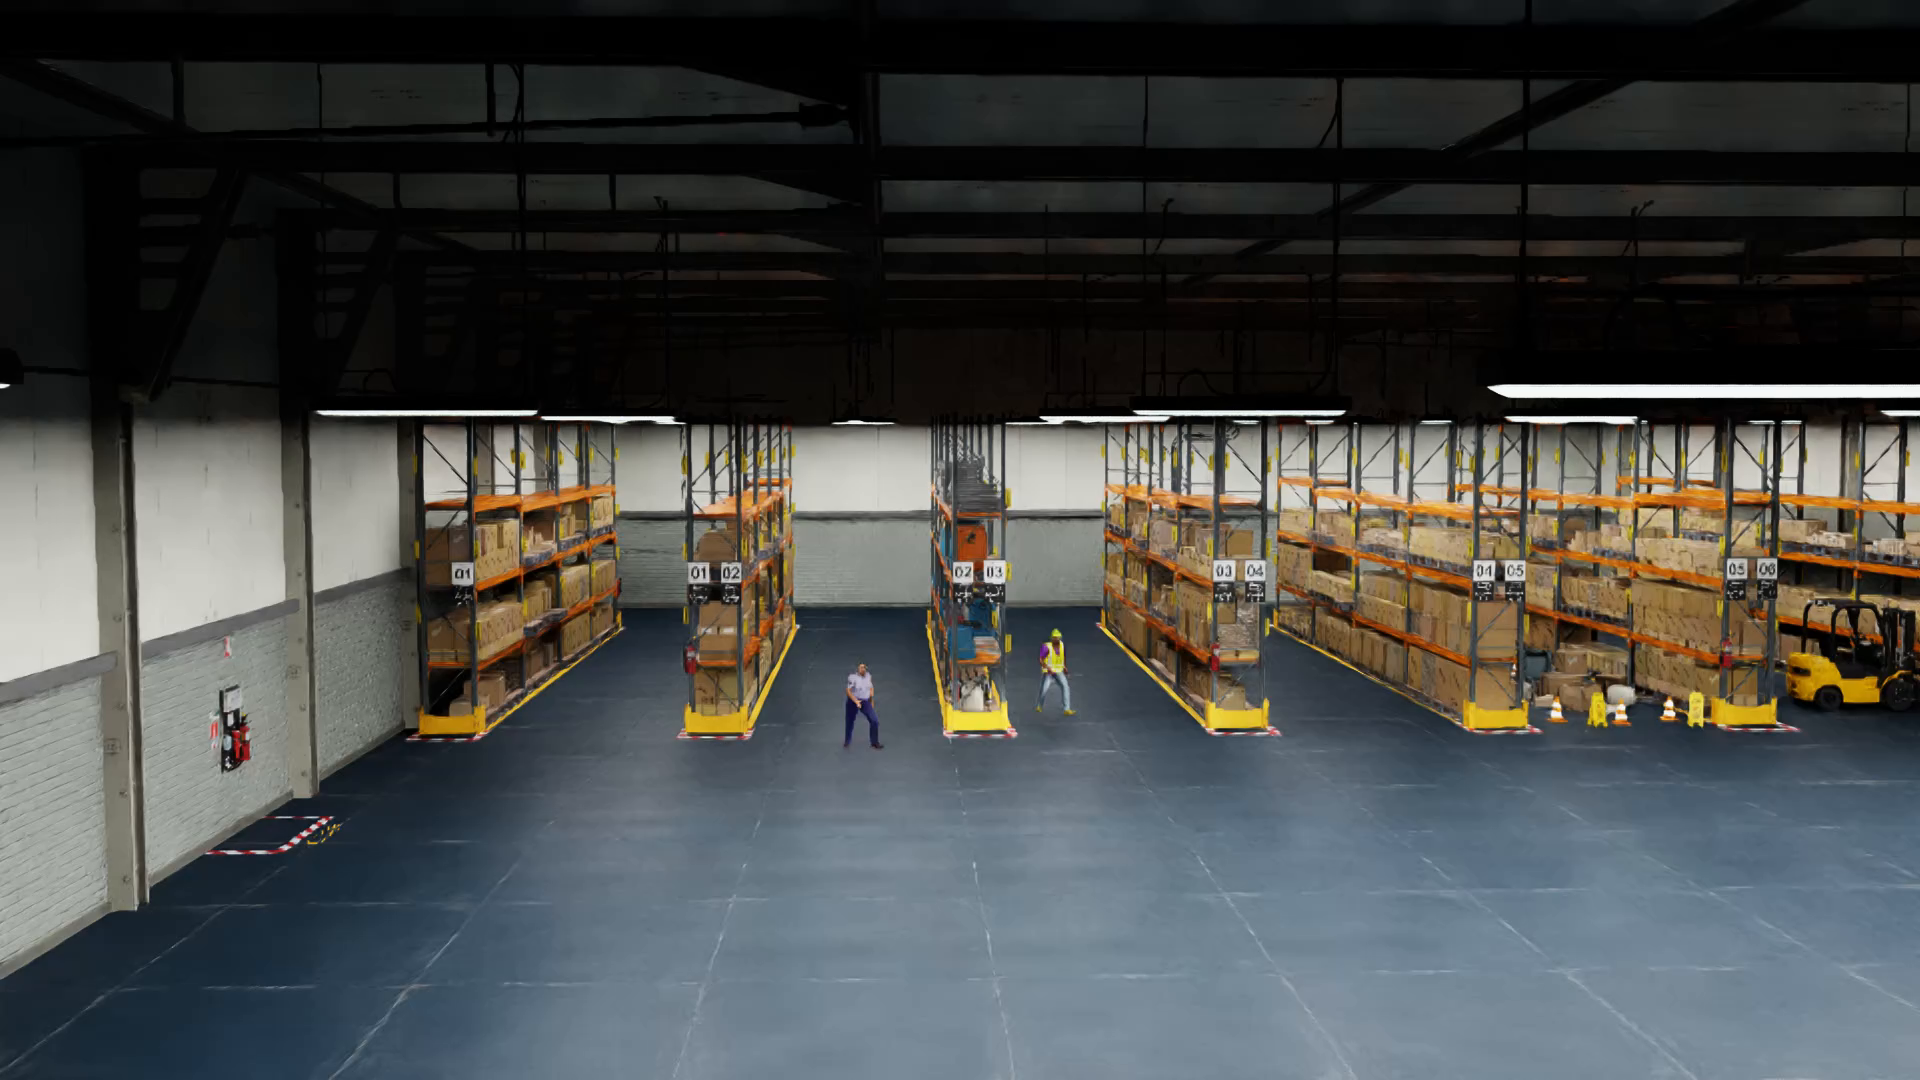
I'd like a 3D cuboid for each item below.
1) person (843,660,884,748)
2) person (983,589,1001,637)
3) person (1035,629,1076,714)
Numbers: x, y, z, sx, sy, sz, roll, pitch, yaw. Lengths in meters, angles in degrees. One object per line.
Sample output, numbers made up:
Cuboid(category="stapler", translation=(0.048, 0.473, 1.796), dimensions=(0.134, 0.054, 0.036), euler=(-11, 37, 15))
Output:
Cuboid(category="person", translation=(-1.766, 2.911, 29.606), dimensions=(0.643, 1.594, 0.749), euler=(-2, 4, -24))
Cuboid(category="person", translation=(0.820, 1.828, 45.329), dimensions=(0.638, 1.602, 0.814), euler=(-1, 4, -19))
Cuboid(category="person", translation=(1.851, 2.613, 33.146), dimensions=(0.700, 1.705, 0.840), euler=(-1, 4, -19))
